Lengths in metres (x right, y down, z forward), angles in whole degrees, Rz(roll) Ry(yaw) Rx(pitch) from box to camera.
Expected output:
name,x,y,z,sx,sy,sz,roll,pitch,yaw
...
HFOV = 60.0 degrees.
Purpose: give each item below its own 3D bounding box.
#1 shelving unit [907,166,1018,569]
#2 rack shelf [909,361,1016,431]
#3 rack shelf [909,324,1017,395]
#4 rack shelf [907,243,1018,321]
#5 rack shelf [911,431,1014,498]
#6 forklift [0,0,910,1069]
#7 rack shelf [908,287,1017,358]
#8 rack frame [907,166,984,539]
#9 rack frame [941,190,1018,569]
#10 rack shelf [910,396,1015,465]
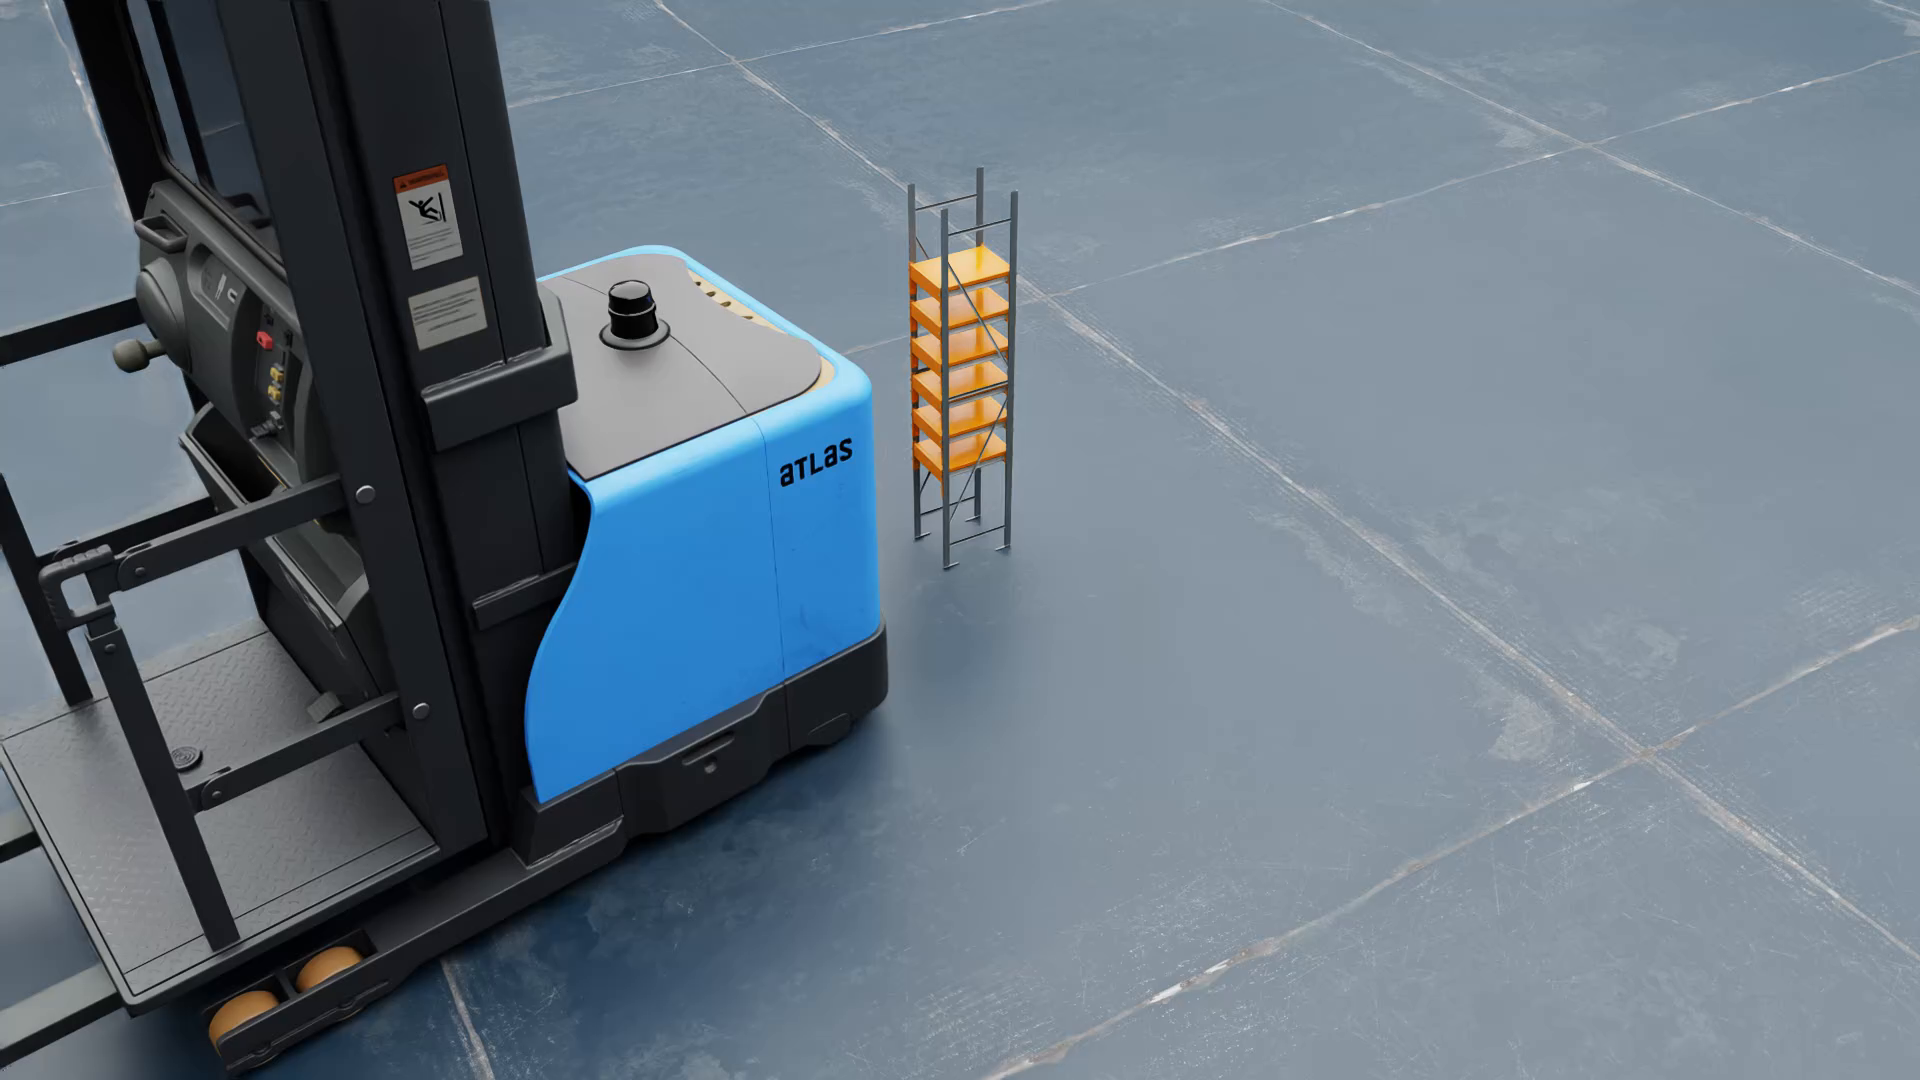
name,x,y,z,sx,sy,sz,roll,pitch,yaw
shelving unit,0.007,-0.477,4.886,0.258,1.200,0.189,-19,40,-24
rack shelf,0.007,-0.441,4.912,0.258,0.103,0.180,-19,40,-24
rack shelf,0.007,-0.538,4.841,0.258,0.103,0.180,-19,40,-24
rack shelf,0.007,-0.732,4.700,0.258,0.103,0.180,-19,40,-24
rack shelf,0.007,-0.247,5.054,0.258,0.103,0.180,-19,40,-24
forklift,-1.597,-0.405,3.319,3.031,2.935,1.130,-26,43,-31
rack shelf,0.007,-0.635,4.771,0.258,0.103,0.180,-19,40,-24
rack frame,-0.039,-0.524,4.950,0.240,1.200,0.006,-19,40,-24
rack frame,0.053,-0.430,4.822,0.240,1.200,0.006,-19,40,-24
rack shelf,0.007,-0.344,4.983,0.258,0.103,0.180,-19,40,-24
